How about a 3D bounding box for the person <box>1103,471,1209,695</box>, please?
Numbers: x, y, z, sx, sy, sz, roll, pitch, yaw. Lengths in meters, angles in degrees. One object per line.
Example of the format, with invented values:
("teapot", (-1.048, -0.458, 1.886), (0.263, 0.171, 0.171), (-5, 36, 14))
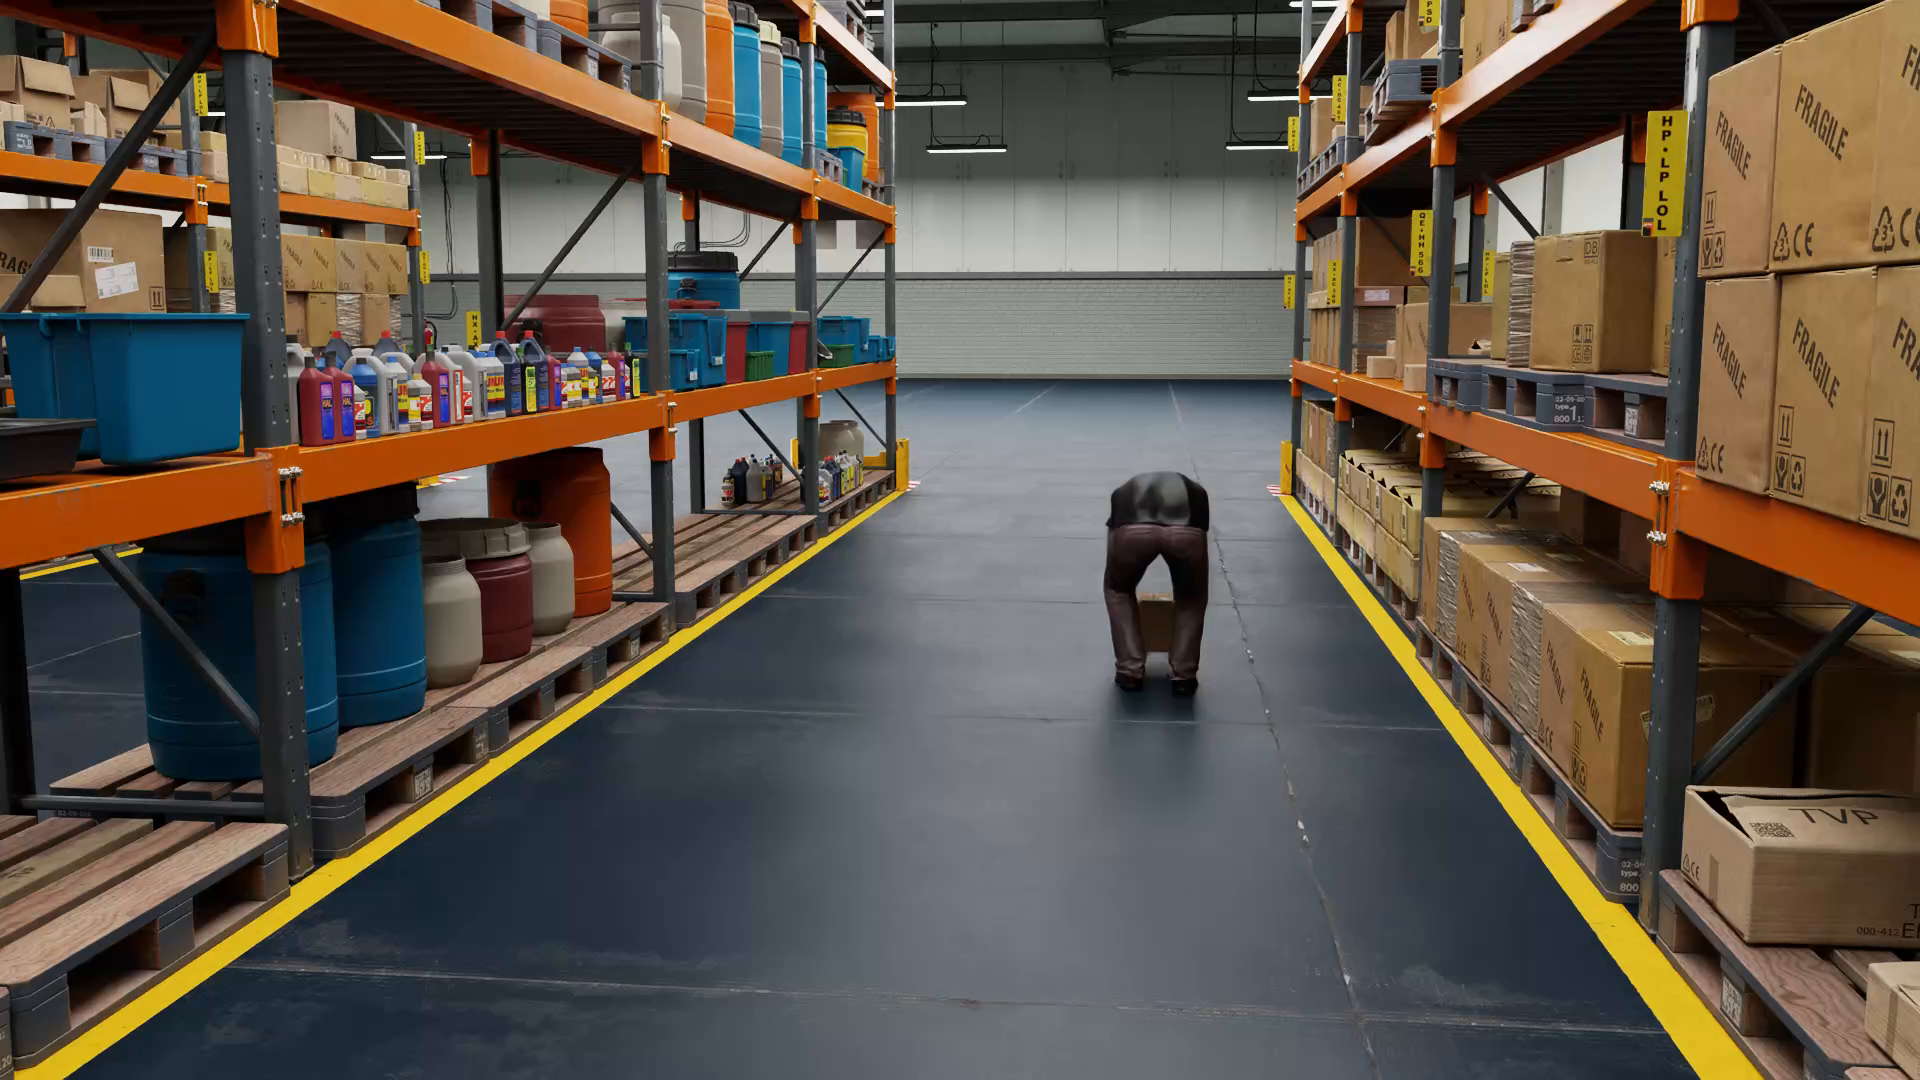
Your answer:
("person", (0.919, 0.165, 7.829), (0.489, 1.014, 0.948), (0, 8, 3))
